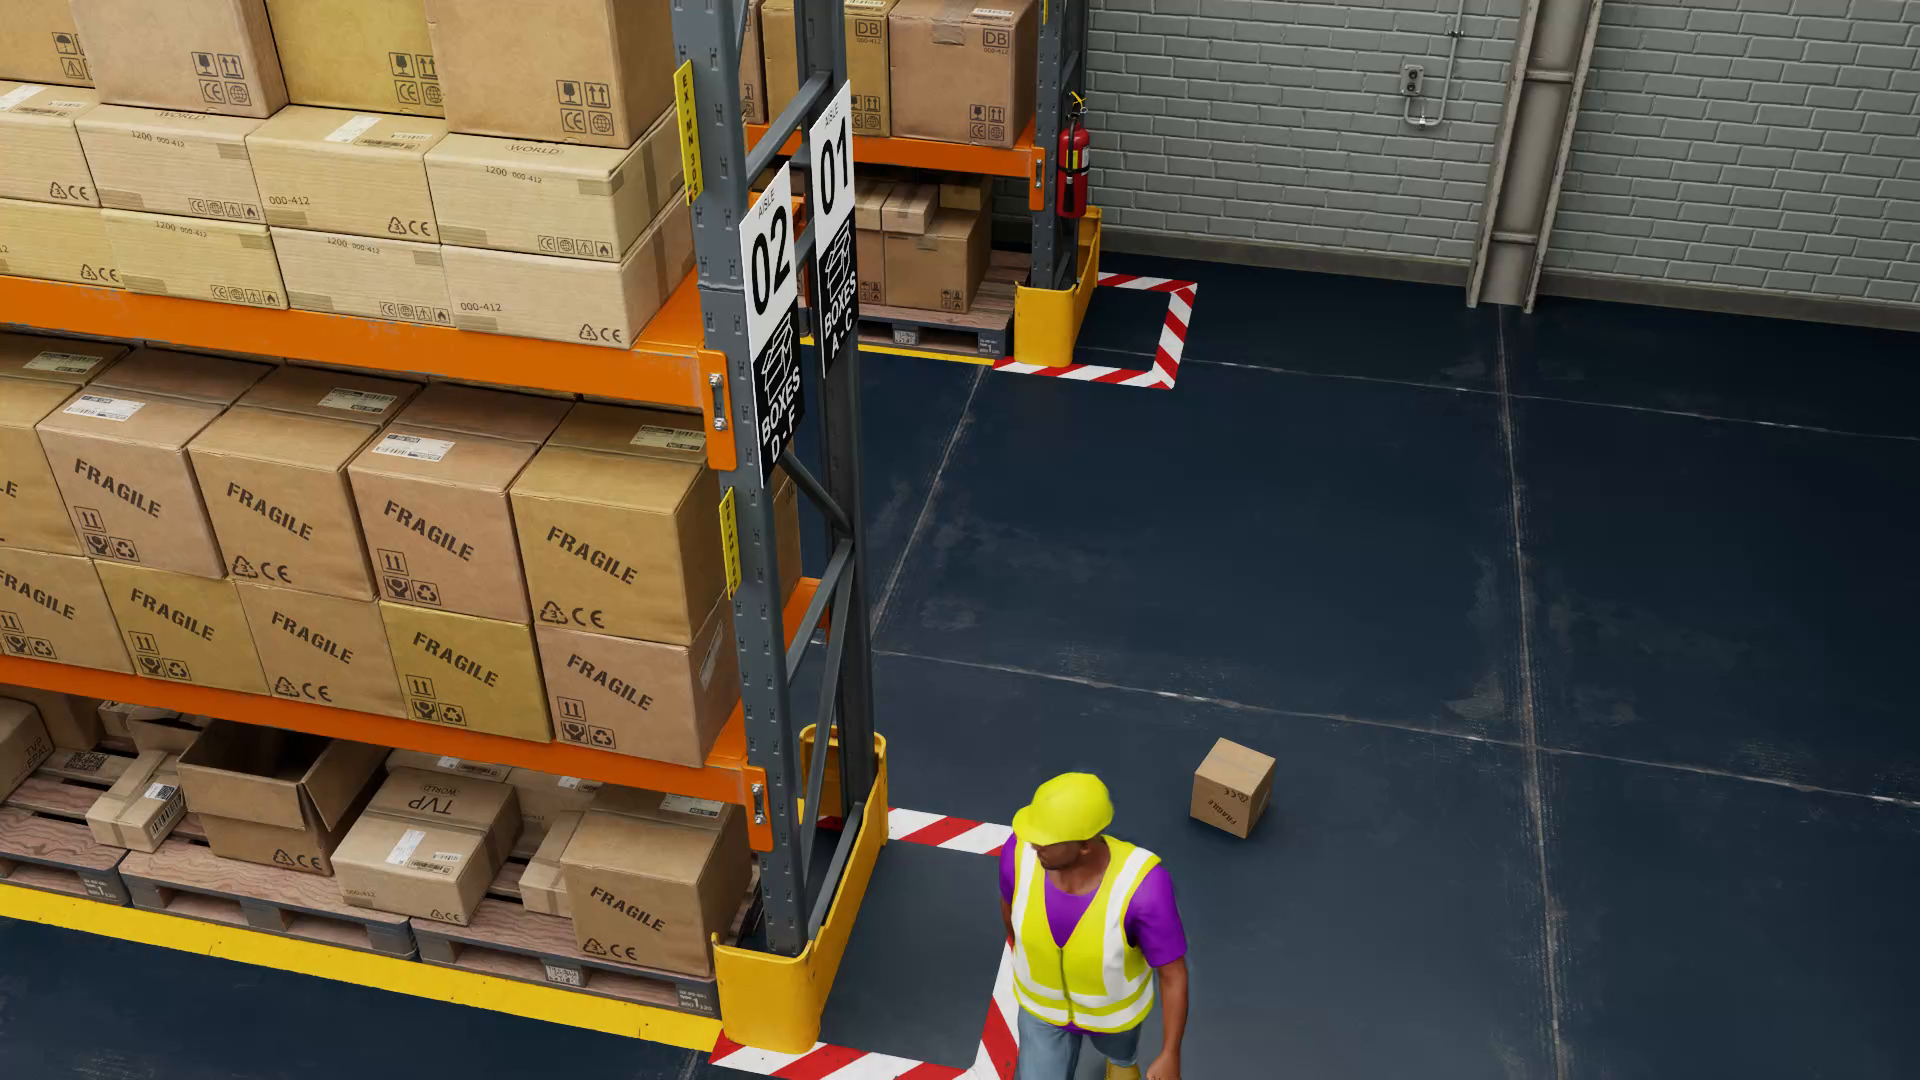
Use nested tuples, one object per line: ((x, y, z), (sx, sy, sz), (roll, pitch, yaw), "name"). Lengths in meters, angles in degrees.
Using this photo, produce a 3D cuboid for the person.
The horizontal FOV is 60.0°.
((0.383, 1.415, 5.029), (0.632, 1.719, 1.053), (9, 37, 11), "person")
